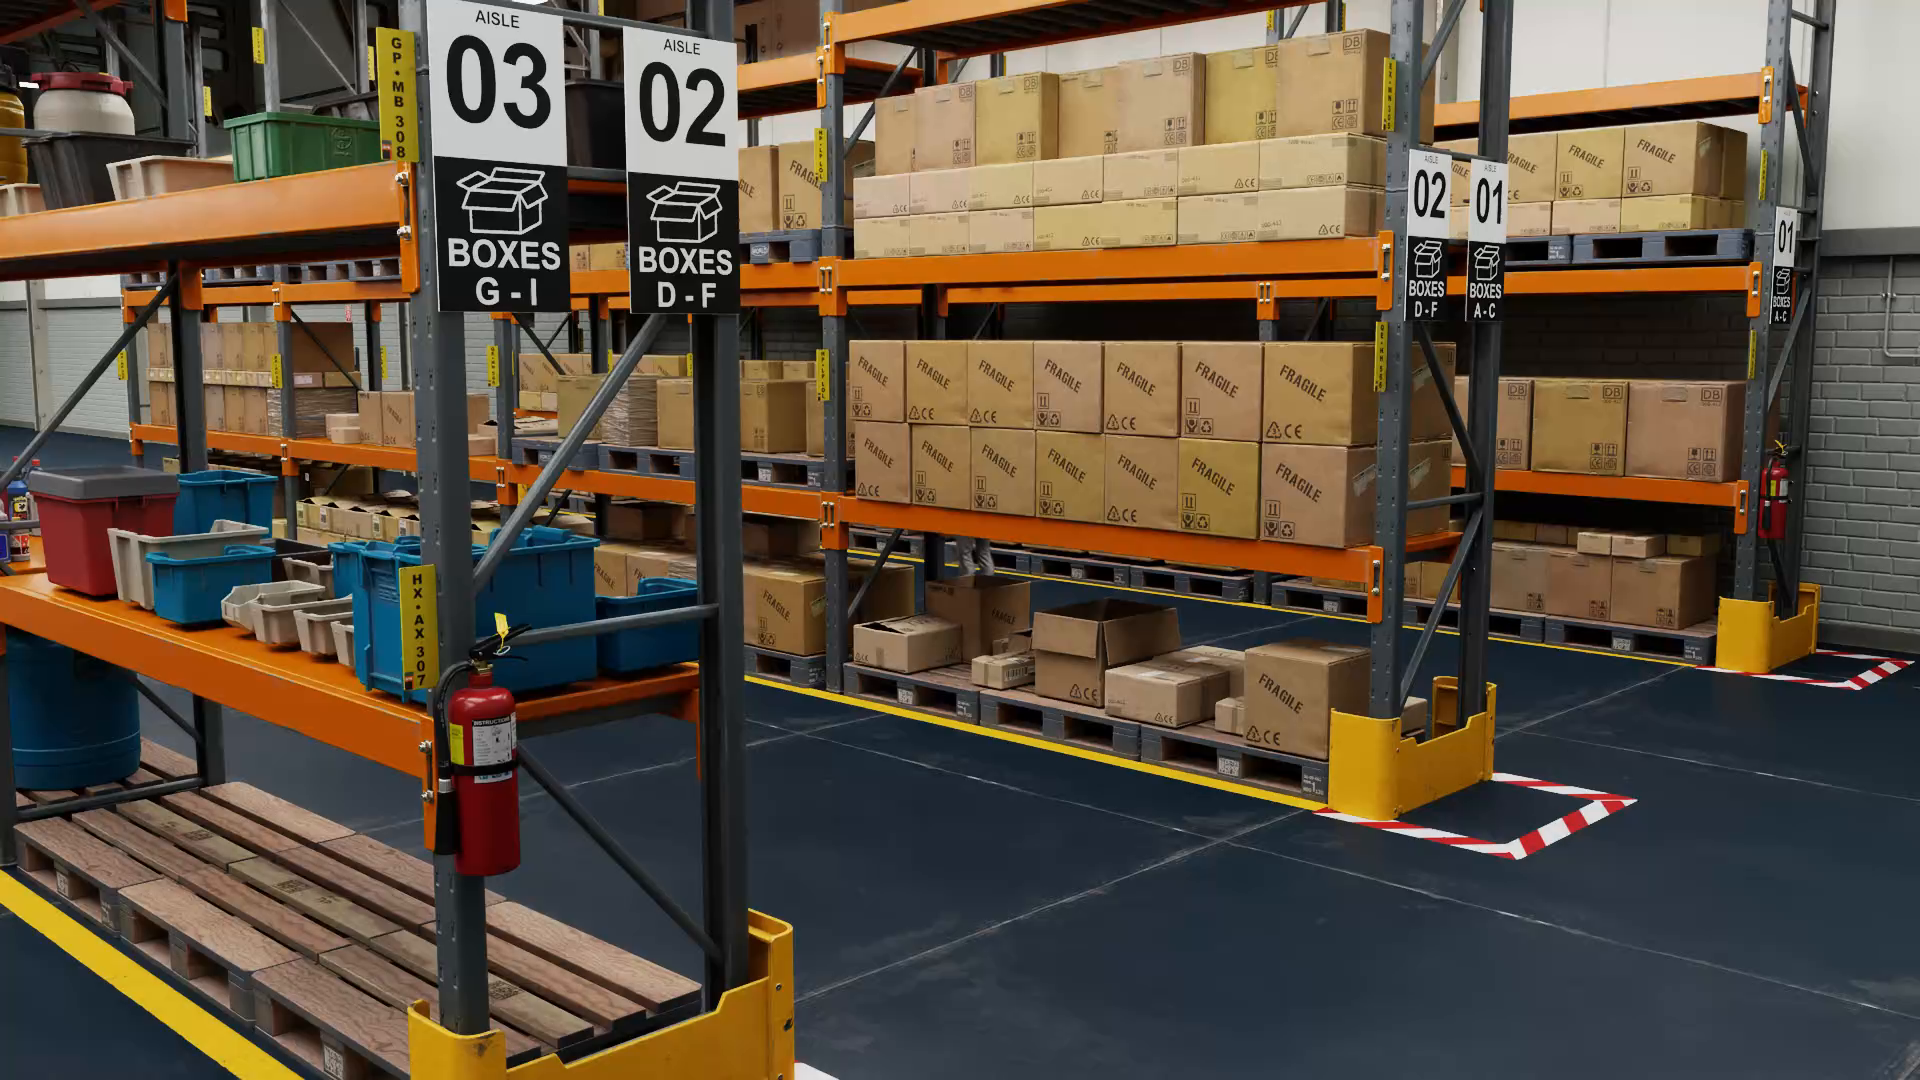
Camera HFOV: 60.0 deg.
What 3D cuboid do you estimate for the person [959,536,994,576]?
[{"bbox_3d":[0.102,-0.249,14.093,0.535,1.701,0.492,7,10,43],"label":"person"}]
